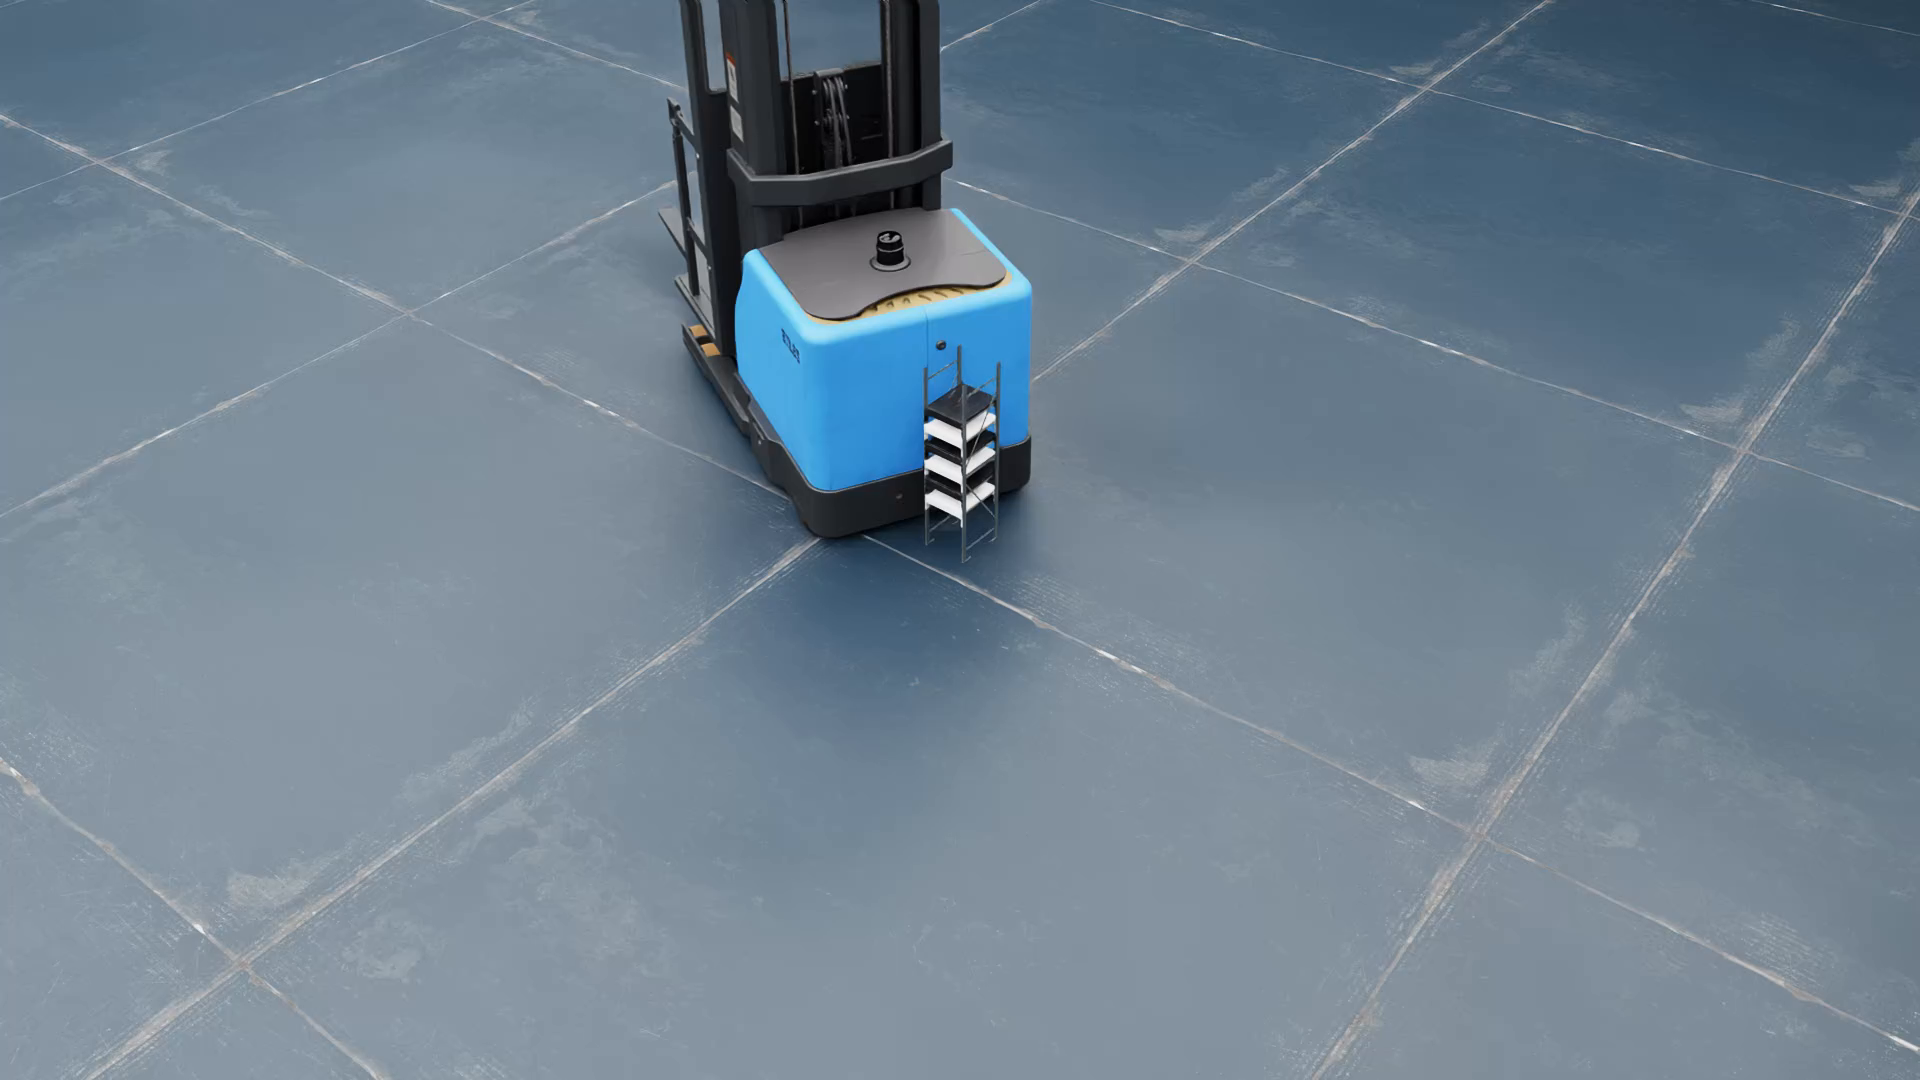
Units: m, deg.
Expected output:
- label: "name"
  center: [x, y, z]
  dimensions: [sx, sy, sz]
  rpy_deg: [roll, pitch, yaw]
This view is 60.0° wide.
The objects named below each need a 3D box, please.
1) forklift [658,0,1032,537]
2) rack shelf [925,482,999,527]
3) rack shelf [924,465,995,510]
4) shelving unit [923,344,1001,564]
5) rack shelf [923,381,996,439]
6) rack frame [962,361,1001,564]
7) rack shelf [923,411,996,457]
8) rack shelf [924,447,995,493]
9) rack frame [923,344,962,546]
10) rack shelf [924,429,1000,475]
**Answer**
- label: "forklift"
  center: [-0.751, -2.070, 7.516]
  dimensions: [1.130, 2.935, 3.031]
  rpy_deg: [-16, 41, -19]
- label: "rack shelf"
  center: [0.008, -0.181, 7.097]
  dimensions: [0.200, 0.077, 0.258]
  rpy_deg: [27, 45, 30]
- label: "rack shelf"
  center: [0.008, -0.252, 7.041]
  dimensions: [0.200, 0.077, 0.258]
  rpy_deg: [27, 45, 30]
- label: "shelving unit"
  center: [0.008, -0.349, 6.965]
  dimensions: [0.210, 0.900, 0.258]
  rpy_deg: [27, 45, 30]
- label: "rack shelf"
  center: [0.008, -0.536, 6.820]
  dimensions: [0.200, 0.077, 0.258]
  rpy_deg: [27, 45, 30]
- label: "rack frame"
  center: [0.087, -0.310, 6.915]
  dimensions: [0.006, 0.900, 0.240]
  rpy_deg: [27, 45, 30]
- label: "rack shelf"
  center: [0.008, -0.465, 6.875]
  dimensions: [0.200, 0.077, 0.258]
  rpy_deg: [27, 45, 30]
- label: "rack shelf"
  center: [0.008, -0.323, 6.986]
  dimensions: [0.200, 0.077, 0.258]
  rpy_deg: [27, 45, 30]
- label: "rack frame"
  center: [-0.071, -0.389, 7.016]
  dimensions: [0.006, 0.900, 0.240]
  rpy_deg: [27, 45, 30]
- label: "rack shelf"
  center: [0.008, -0.394, 6.931]
  dimensions: [0.200, 0.077, 0.258]
  rpy_deg: [27, 45, 30]
